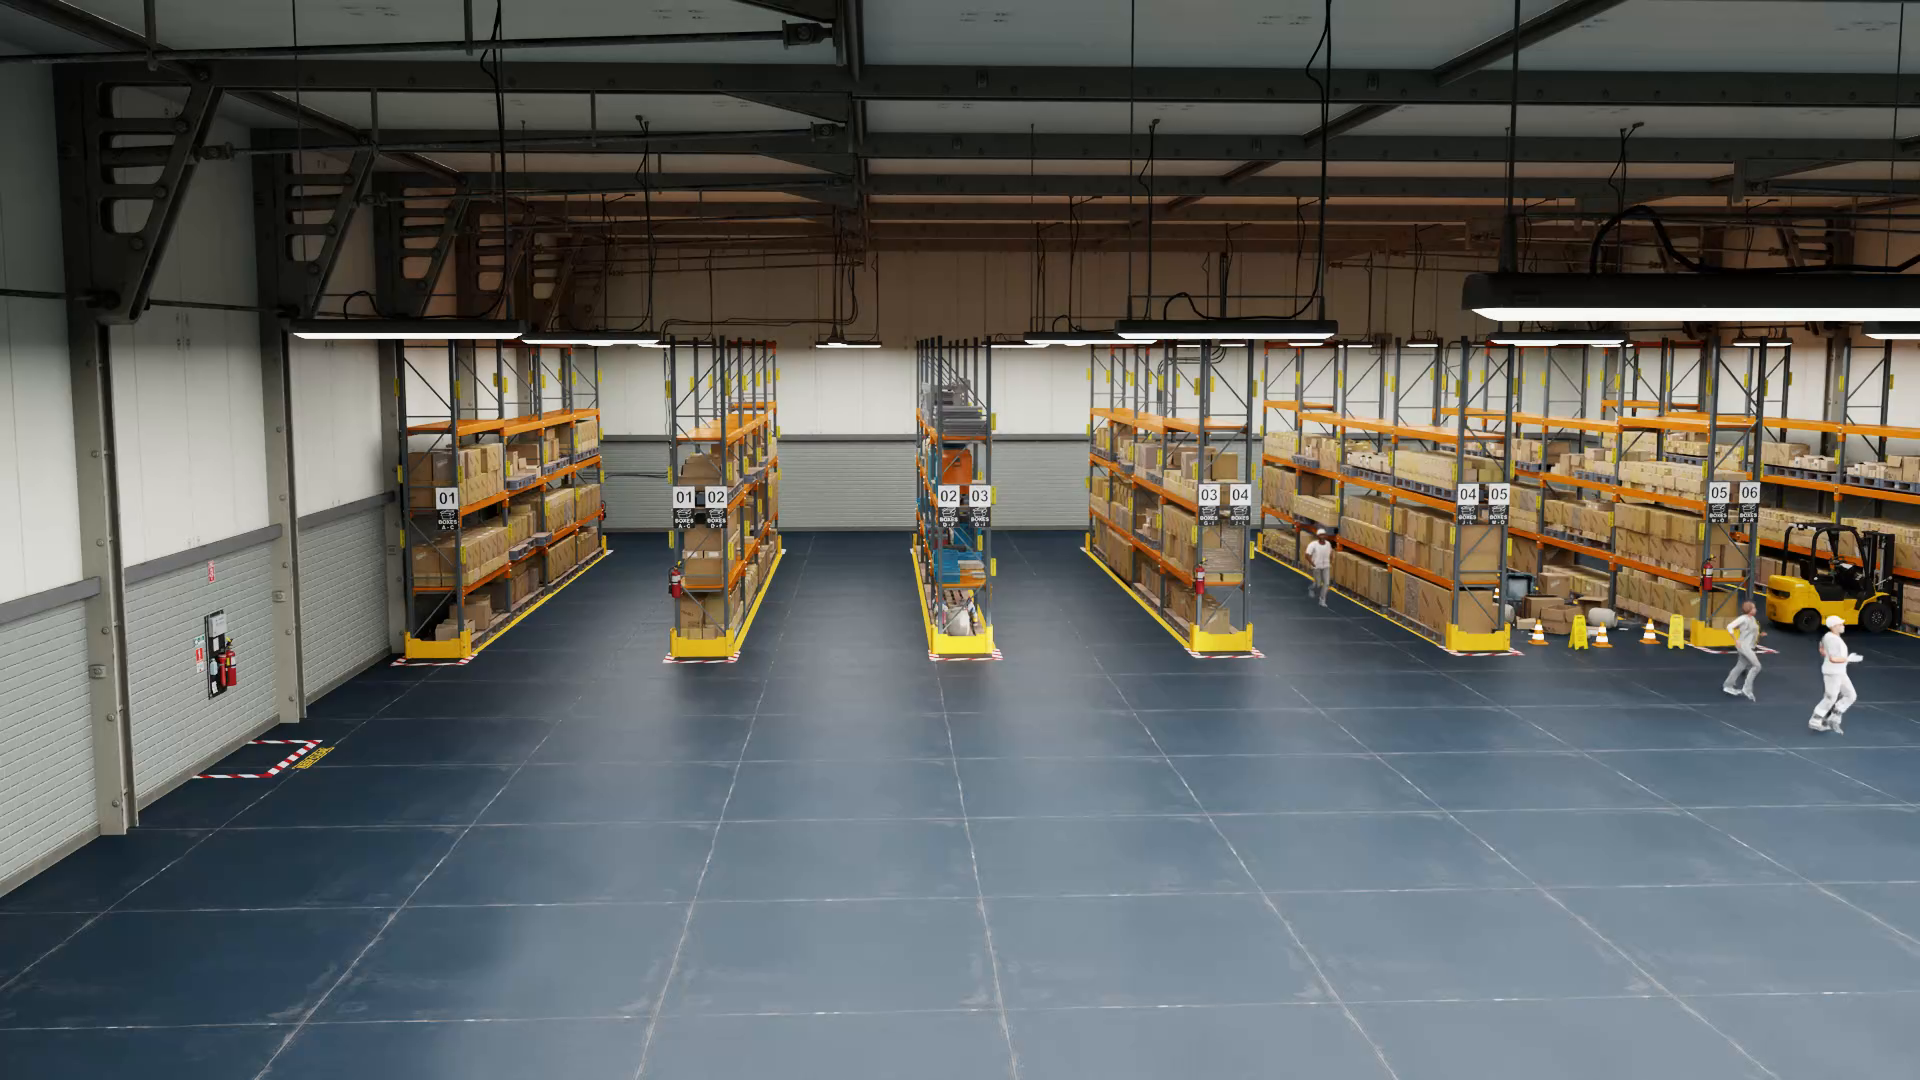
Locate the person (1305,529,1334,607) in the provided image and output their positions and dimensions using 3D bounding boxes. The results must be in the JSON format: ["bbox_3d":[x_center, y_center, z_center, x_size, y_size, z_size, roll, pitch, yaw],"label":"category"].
[{"bbox_3d":[8.136,0.610,37.569,0.698,1.743,0.779,-1,7,-11],"label":"person"}]

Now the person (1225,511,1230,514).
[{"bbox_3d":[7.534,-0.293,45.796,0.661,1.712,0.820,-1,7,-10],"label":"person"}]

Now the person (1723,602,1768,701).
[{"bbox_3d":[12.960,1.816,27.426,0.663,1.622,0.516,5,8,38],"label":"person"}]

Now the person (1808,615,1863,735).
[{"bbox_3d":[13.091,2.027,24.818,0.681,1.809,0.635,5,8,36],"label":"person"}]
